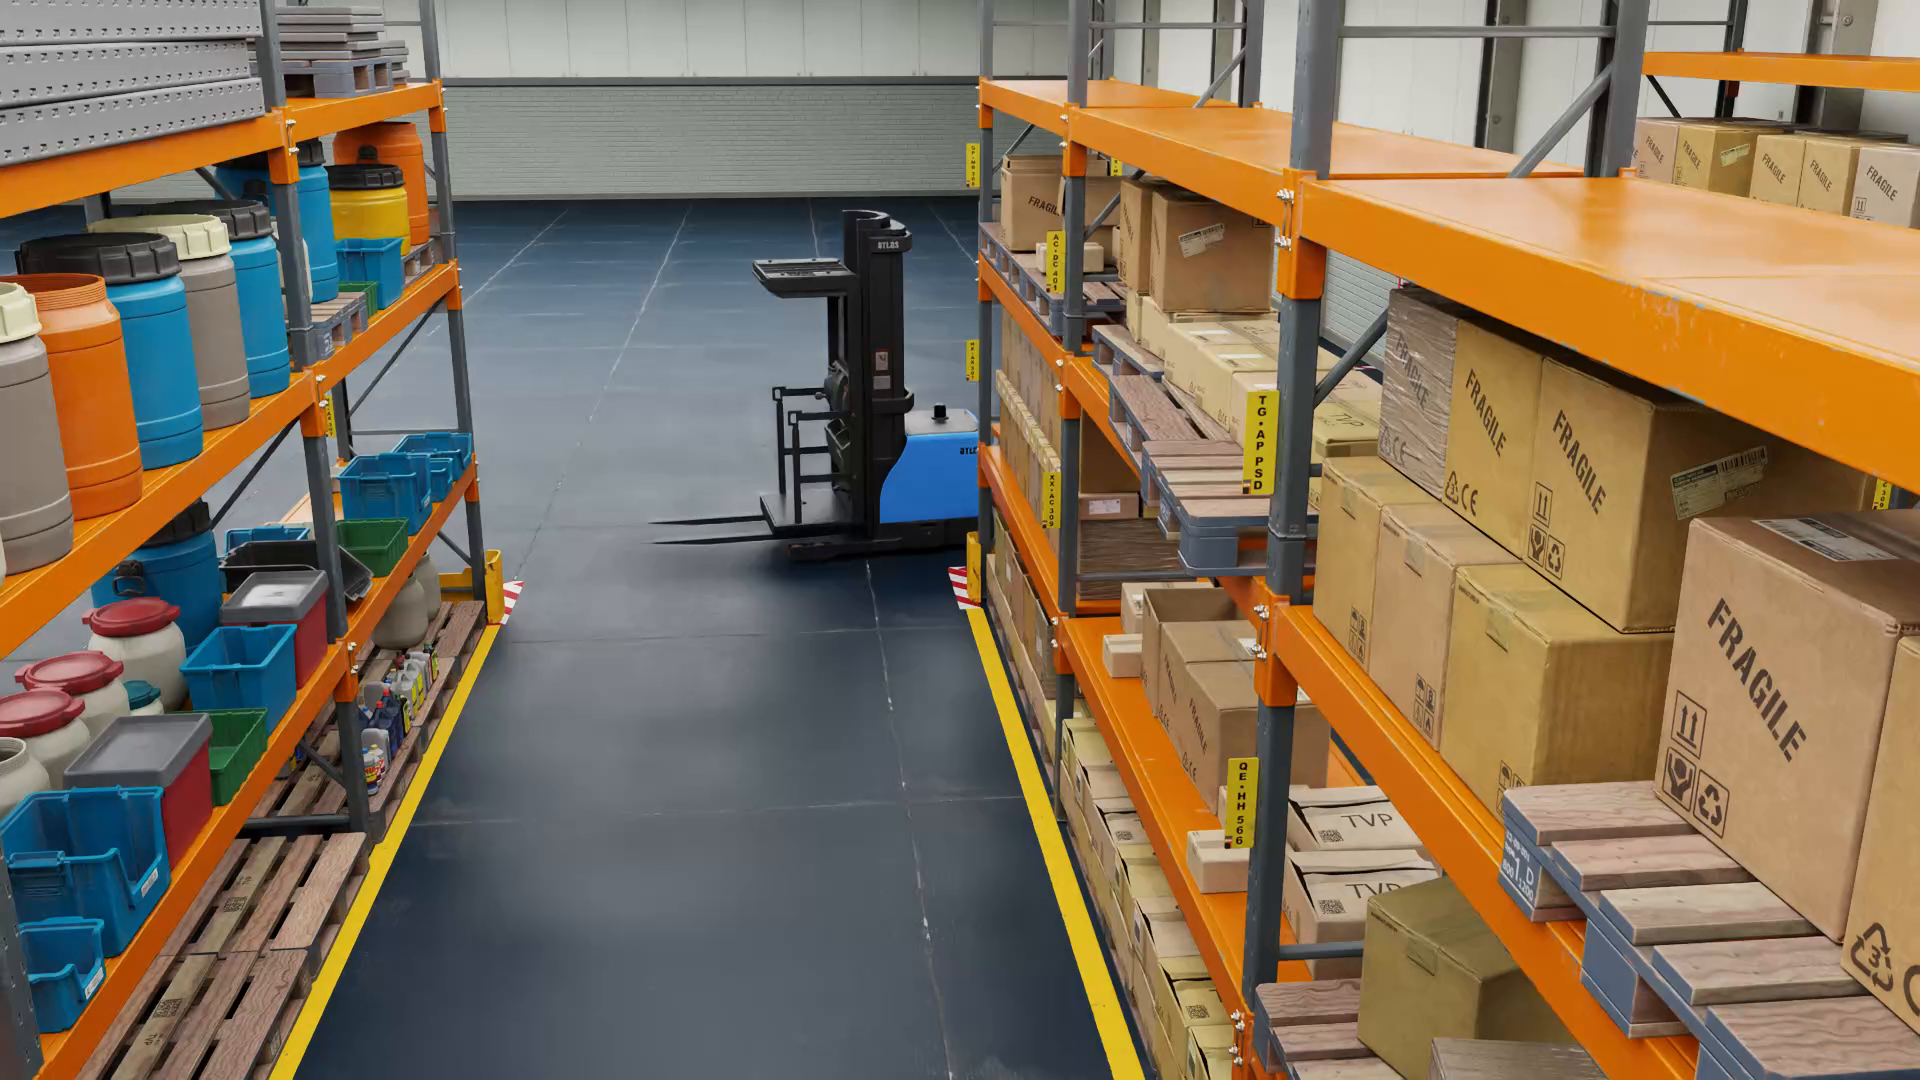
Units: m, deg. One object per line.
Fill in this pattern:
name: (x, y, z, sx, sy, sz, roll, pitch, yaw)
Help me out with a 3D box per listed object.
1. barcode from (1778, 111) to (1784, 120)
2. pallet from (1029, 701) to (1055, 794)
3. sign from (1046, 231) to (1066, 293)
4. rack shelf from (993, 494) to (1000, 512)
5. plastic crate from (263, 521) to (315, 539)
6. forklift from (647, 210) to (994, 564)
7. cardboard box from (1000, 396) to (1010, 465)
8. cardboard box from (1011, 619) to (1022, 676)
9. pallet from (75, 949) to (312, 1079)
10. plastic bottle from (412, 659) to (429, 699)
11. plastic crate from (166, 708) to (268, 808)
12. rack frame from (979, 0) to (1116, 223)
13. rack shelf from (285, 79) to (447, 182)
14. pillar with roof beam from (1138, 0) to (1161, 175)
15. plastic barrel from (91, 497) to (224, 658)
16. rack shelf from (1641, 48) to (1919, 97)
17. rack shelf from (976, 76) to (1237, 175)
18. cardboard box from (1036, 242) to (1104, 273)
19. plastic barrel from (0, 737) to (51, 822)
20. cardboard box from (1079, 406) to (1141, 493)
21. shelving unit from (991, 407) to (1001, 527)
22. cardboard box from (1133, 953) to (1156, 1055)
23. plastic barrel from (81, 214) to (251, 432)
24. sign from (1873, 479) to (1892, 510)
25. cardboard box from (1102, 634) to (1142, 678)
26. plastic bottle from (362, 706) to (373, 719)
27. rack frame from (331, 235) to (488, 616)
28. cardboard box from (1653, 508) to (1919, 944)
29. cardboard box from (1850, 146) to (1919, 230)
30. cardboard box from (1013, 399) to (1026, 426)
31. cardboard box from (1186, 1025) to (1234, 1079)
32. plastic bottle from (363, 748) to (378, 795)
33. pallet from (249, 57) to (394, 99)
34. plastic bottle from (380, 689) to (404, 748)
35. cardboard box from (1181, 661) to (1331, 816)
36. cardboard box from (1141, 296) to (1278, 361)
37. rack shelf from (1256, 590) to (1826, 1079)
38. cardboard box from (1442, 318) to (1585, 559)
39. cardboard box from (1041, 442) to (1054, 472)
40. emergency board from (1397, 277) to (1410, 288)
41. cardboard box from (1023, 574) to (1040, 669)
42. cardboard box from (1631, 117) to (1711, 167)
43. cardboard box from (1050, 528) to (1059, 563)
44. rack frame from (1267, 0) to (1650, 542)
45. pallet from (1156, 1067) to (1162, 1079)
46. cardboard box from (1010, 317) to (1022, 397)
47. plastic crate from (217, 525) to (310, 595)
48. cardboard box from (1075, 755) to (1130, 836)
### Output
barcode: (6.150, -3.181, 12.457, 0.001, 0.075, 0.075, -2, 18, -6)
pallet: (1.024, 1.303, 10.675, 1.003, 0.211, 1.213, -2, 18, -6)
sign: (0.513, -1.487, 8.904, 0.100, 0.325, 0.005, -2, 18, -6)
rack shelf: (0.427, -0.298, 15.008, 0.258, 0.148, 0.480, -3, 18, -11)
plastic crate: (-4.282, 0.012, 10.570, 0.530, 0.136, 0.437, -2, 18, -6)
forklift: (-1.266, -1.366, 14.636, 3.031, 2.935, 1.130, -4, 18, -13)
cardboard box: (0.688, -0.889, 12.835, 0.700, 0.500, 0.500, -2, 18, -6)
cardboard box: (0.639, 0.744, 11.689, 0.500, 0.250, 0.500, -2, 18, -6)
pallet: (-3.614, 2.290, 7.531, 1.003, 0.211, 1.213, -2, 18, -6)
plastic bottle: (-3.637, 0.911, 11.079, 0.152, 0.276, 0.135, -2, 18, -7)
plastic crate: (-3.402, 0.974, 7.422, 0.450, 0.188, 0.662, -2, 18, -6)
rack frame: (0.652, -3.843, 12.396, 1.000, 3.000, 0.127, -2, 18, -6)
rack shelf: (-4.069, -2.562, 10.182, 1.077, 0.370, 4.000, -2, 18, -6)
pillar with roof beam: (-0.246, -10.833, 34.660, 9.100, 9.000, 0.400, -2, 18, -6)
plastic barrel: (-4.124, 0.248, 8.543, 0.600, 0.901, 0.708, -2, 18, -6)
rack shelf: (5.785, -3.057, 11.097, 1.077, 0.370, 4.000, -2, 18, -6)
rack shelf: (0.858, -2.714, 10.666, 1.077, 0.370, 4.000, -2, 18, -6)
cardboard box: (0.668, -1.719, 10.121, 0.380, 0.149, 0.250, -2, 18, -6)
plastic barrel: (-3.812, 1.075, 6.557, 0.421, 0.512, 0.421, 0, 17, 0)
cardboard box: (1.013, -0.588, 9.710, 0.700, 0.500, 0.500, -2, 18, -5)
shelving unit: (0.429, -0.552, 14.928, 0.258, 1.200, 0.503, -3, 18, -11)
cardboard box: (1.075, 2.061, 7.493, 0.500, 0.250, 0.500, -1, 17, -4)
plastic barrel: (-3.527, -0.968, 7.408, 0.600, 0.901, 0.600, 0, 17, 0)
sign: (5.453, -0.338, 9.799, 0.100, 0.325, 0.005, -2, 18, -6)
cardboard box: (0.953, 0.601, 8.675, 0.380, 0.149, 0.250, -2, 18, -6)
plastic bottle: (-3.668, 1.161, 10.290, 0.097, 0.271, 0.097, 0, 17, 0)
rack frame: (-4.275, -0.829, 12.811, 1.000, 3.000, 0.127, -2, 18, -6)
cardboard box: (1.771, 0.317, 3.115, 0.600, 0.600, 0.600, -2, 18, -8)
cardboard box: (5.670, -2.050, 9.821, 0.500, 0.500, 0.500, -3, 18, -10)
cardboard box: (0.587, -0.907, 11.809, 0.380, 0.149, 0.250, -2, 18, -7)
cardboard box: (1.178, 2.098, 6.440, 0.500, 0.311, 0.500, -1, 17, -4)
plastic bottle: (-3.459, 1.346, 9.703, 0.097, 0.271, 0.097, 0, 17, 0)
pallet: (-4.104, -2.828, 10.144, 1.003, 0.211, 1.213, -2, 18, -6)
plastic bottle: (-3.553, 1.107, 10.332, 0.144, 0.351, 0.185, -3, 18, -8)
cardboard box: (1.288, 0.855, 7.278, 0.500, 0.500, 0.500, -3, 18, -9)
cardboard box: (1.178, -1.002, 7.902, 0.500, 0.250, 0.500, -3, 18, -11)
rack shelf: (1.684, 0.910, 3.463, 1.077, 0.370, 4.000, -2, 18, -6)
cardboard box: (1.569, -0.271, 4.190, 0.500, 0.500, 0.500, -2, 18, -6)
cardboard box: (0.720, -0.524, 10.589, 0.380, 0.149, 0.250, -2, 18, -6)
emergency board: (5.676, -3.479, 21.249, 0.194, 1.169, 0.643, -2, 18, -6)
cardboard box: (0.704, 0.535, 11.104, 0.500, 0.500, 0.500, -2, 18, -6)
cardboard box: (5.377, -2.978, 12.779, 0.500, 0.500, 0.500, -3, 18, -10)
cardboard box: (0.952, -0.126, 10.404, 0.700, 0.500, 0.500, -2, 18, -6)
rack frame: (1.477, -1.460, 4.804, 1.000, 3.000, 0.127, -2, 18, -6)
pallet: (1.431, 2.486, 6.905, 1.003, 0.211, 1.213, -2, 18, -6)
cardboard box: (0.753, -1.336, 12.092, 0.700, 0.500, 0.500, -2, 18, -7)
plastic crate: (-4.247, 0.112, 10.061, 0.499, 0.251, 0.616, -2, 18, -6)
cardboard box: (0.906, 1.335, 8.871, 0.500, 0.311, 0.500, -2, 18, -6)
